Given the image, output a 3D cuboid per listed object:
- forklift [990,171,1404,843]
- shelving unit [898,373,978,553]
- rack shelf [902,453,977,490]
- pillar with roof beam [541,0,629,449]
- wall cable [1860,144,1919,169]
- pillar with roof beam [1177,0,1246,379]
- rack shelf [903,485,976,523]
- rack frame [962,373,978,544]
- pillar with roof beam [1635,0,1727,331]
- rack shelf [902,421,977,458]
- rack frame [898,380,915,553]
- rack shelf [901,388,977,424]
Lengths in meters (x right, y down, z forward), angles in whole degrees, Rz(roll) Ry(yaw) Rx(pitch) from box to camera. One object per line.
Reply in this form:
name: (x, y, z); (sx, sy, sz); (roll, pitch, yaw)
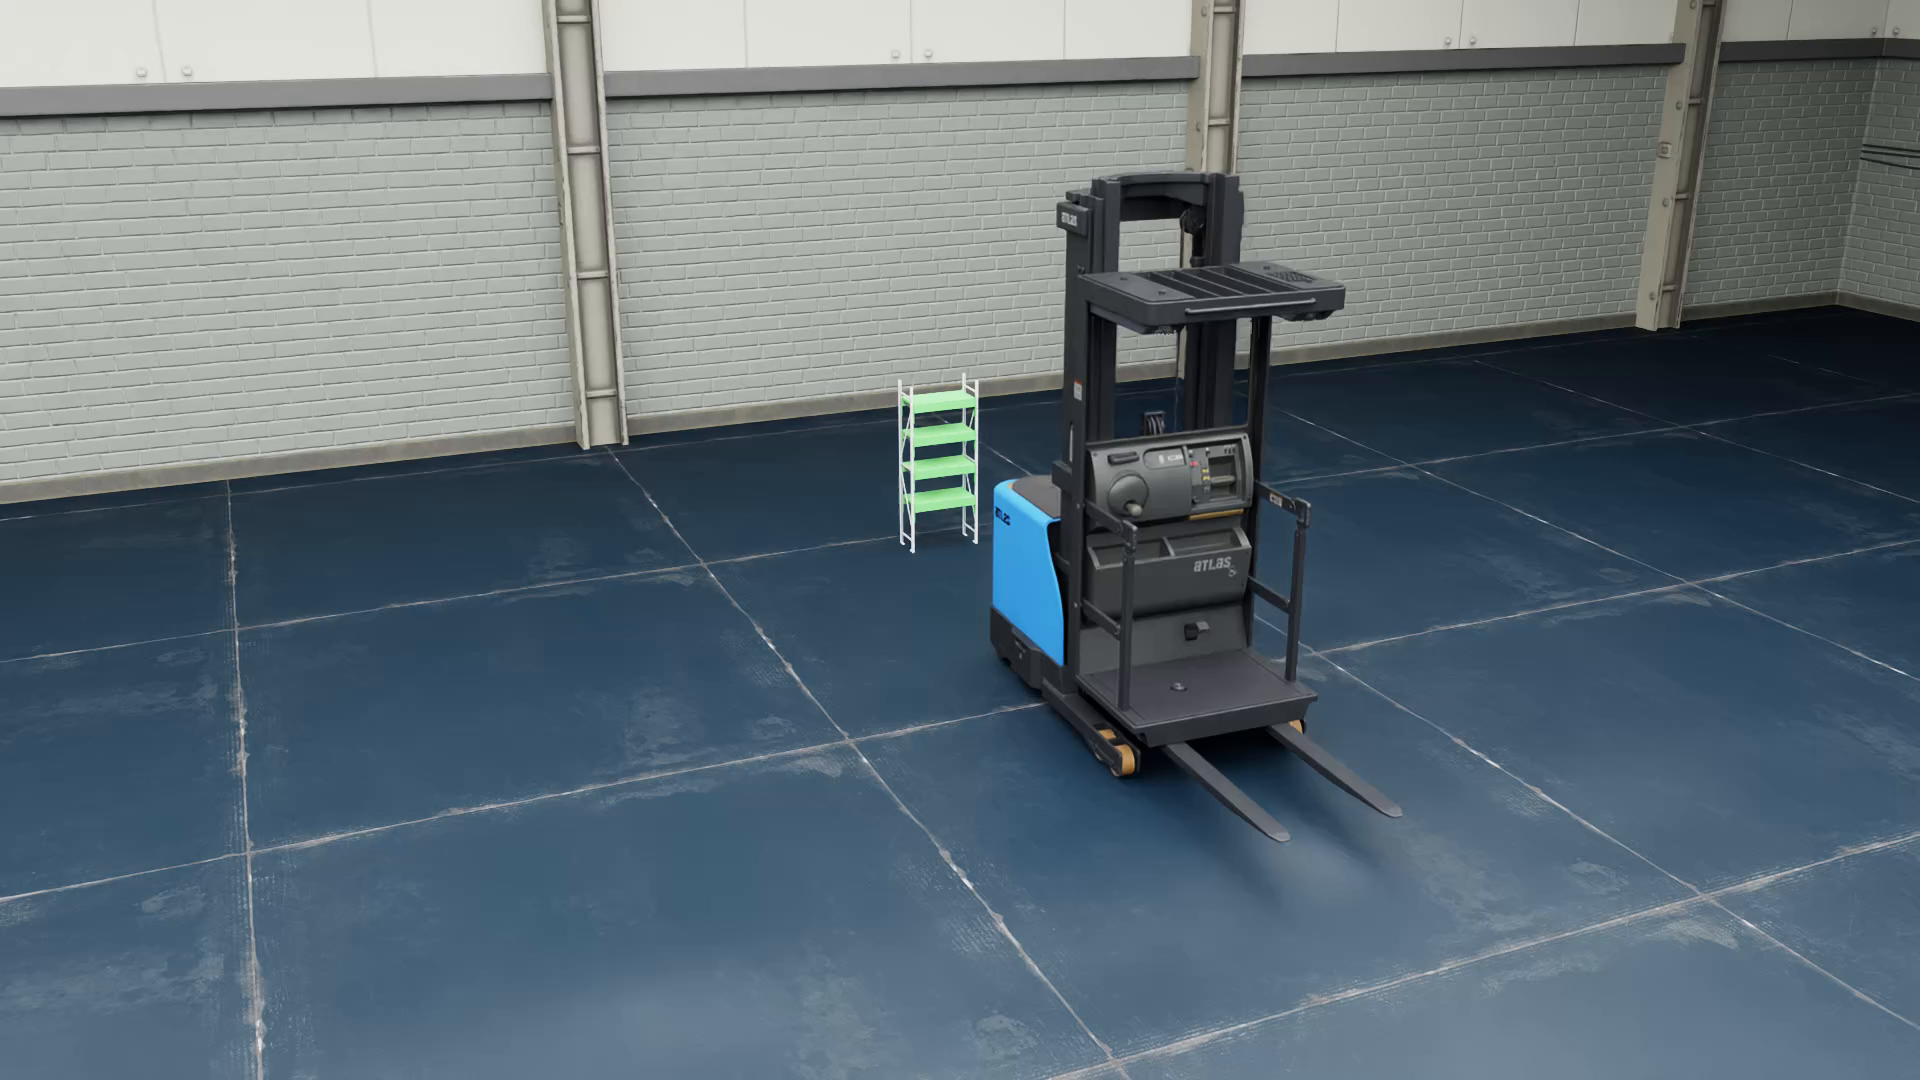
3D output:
forklift: (1.195, -0.320, 8.519); (1.130, 2.935, 3.031); (-7, 21, -20)
shelving unit: (-0.152, -0.544, 11.761); (0.503, 1.200, 0.258); (-8, 21, -22)
rack shelf: (-0.152, -0.484, 11.782); (0.480, 0.148, 0.258); (-8, 21, -22)
pillar with roof beam: (-1.395, -3.778, 9.202); (0.400, 9.000, 9.100); (-8, 21, -22)
wall cable: (11.147, -5.189, 17.885); (0.112, 2.526, 3.097); (-8, 21, -22)
pillar with roof beam: (4.114, -4.567, 11.444); (0.400, 9.000, 9.100); (-8, 21, -22)
rack shelf: (-0.152, -0.258, 11.862); (0.480, 0.148, 0.258); (-8, 21, -22)
rack frame: (0.072, -0.576, 11.852); (0.015, 1.200, 0.240); (-8, 21, -22)
pillar with roof beam: (9.624, -5.357, 13.686); (0.400, 9.000, 9.100); (-8, 21, -22)
rack shelf: (-0.152, -0.710, 11.702); (0.480, 0.148, 0.258); (-8, 21, -22)
rack frame: (-0.376, -0.512, 11.670); (0.015, 1.200, 0.240); (-8, 21, -22)
rack shelf: (-0.152, -0.937, 11.623); (0.480, 0.148, 0.258); (-8, 21, -22)
